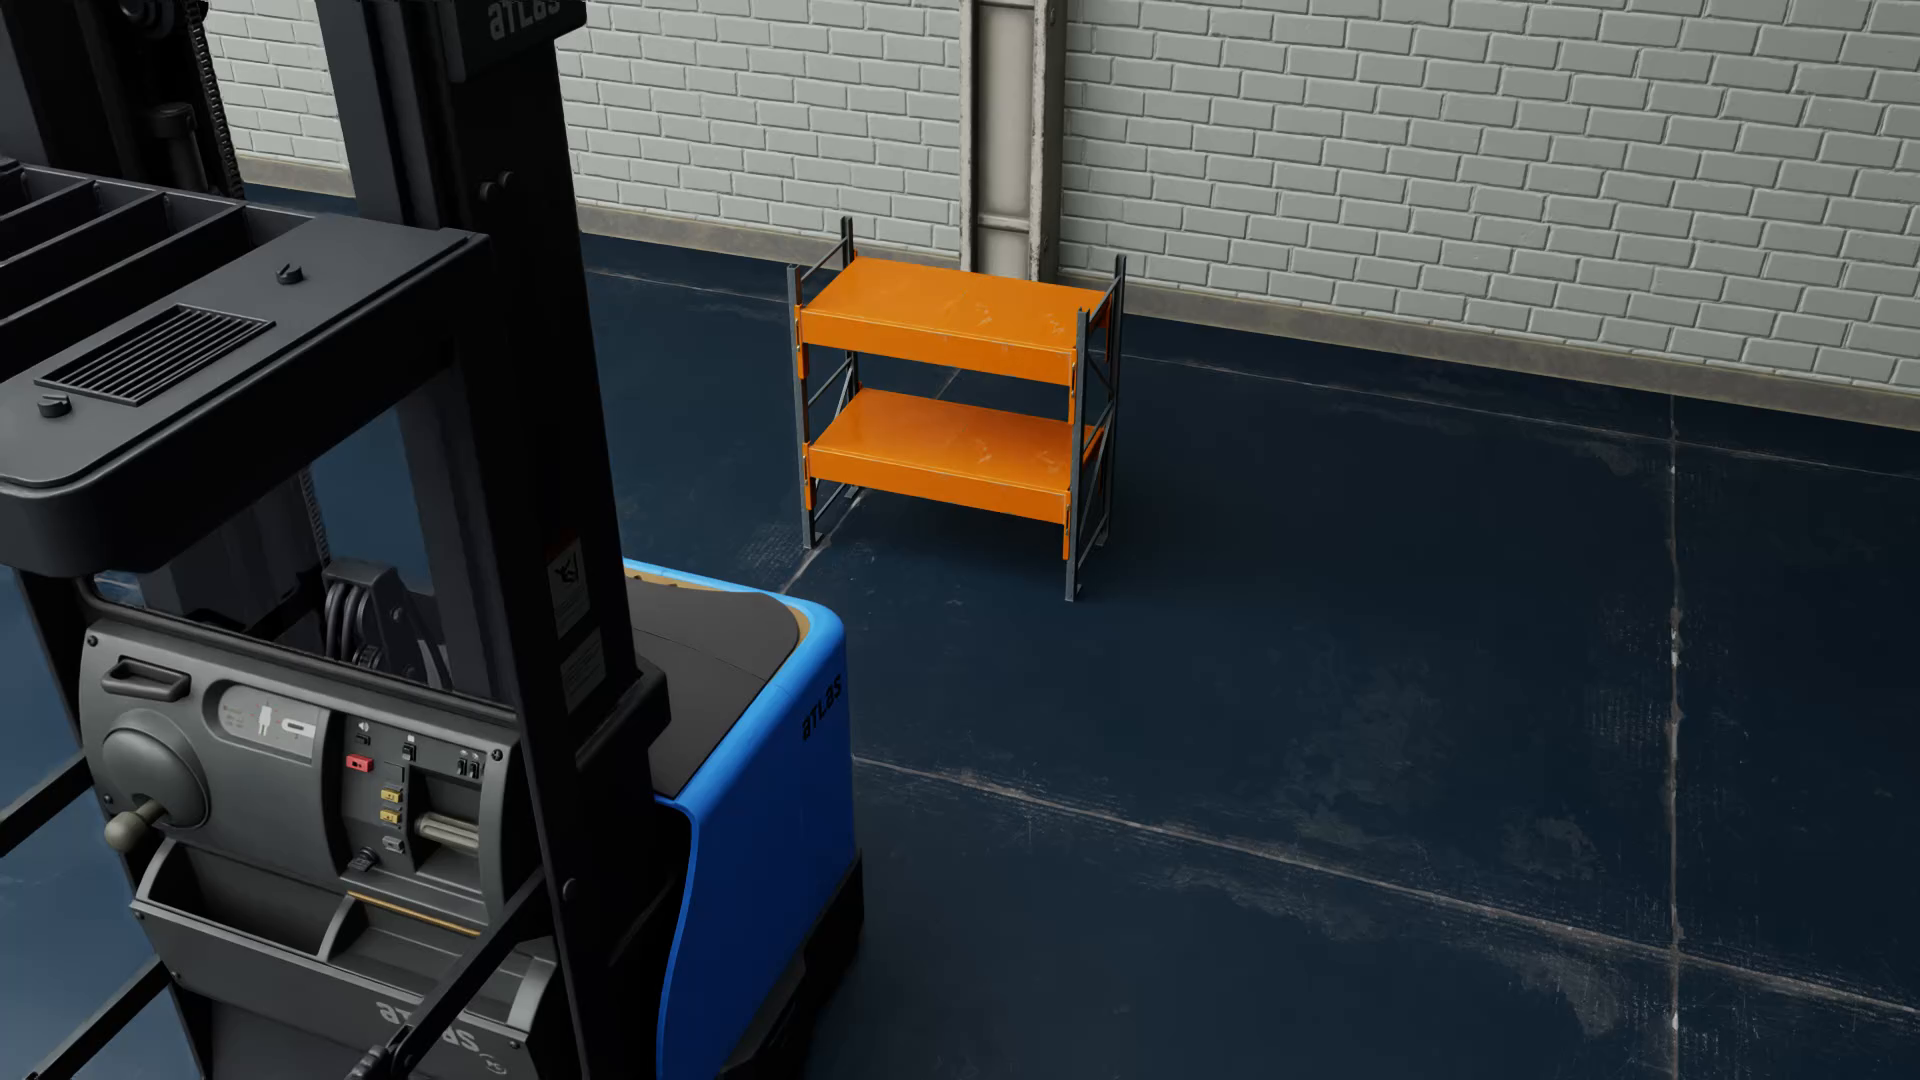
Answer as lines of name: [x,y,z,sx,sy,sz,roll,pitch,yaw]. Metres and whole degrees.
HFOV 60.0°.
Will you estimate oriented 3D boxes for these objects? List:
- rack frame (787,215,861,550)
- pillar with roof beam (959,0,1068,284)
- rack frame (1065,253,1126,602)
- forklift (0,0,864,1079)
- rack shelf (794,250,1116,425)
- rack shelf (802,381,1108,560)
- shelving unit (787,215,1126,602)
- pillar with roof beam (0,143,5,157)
rack frame: [-0.485,-0.567,6.091,0.032,1.125,0.500,11,34,16]
pillar with roof beam: [-1.219,-2.702,2.139,0.400,9.000,9.100,11,34,16]
rack frame: [0.472,-0.381,5.803,0.032,1.125,0.500,11,34,16]
forklift: [-1.272,0.482,2.801,1.130,2.935,3.031,12,35,18]
rack shelf: [-0.006,-0.720,5.788,1.000,0.278,0.538,11,34,16]
rack shelf: [-0.006,-0.268,6.079,1.000,0.278,0.538,11,34,16]
shelving unit: [-0.006,-0.474,5.947,1.048,1.125,0.538,11,34,16]
pillar with roof beam: [-6.867,-3.800,3.840,0.400,9.000,9.100,11,34,16]
